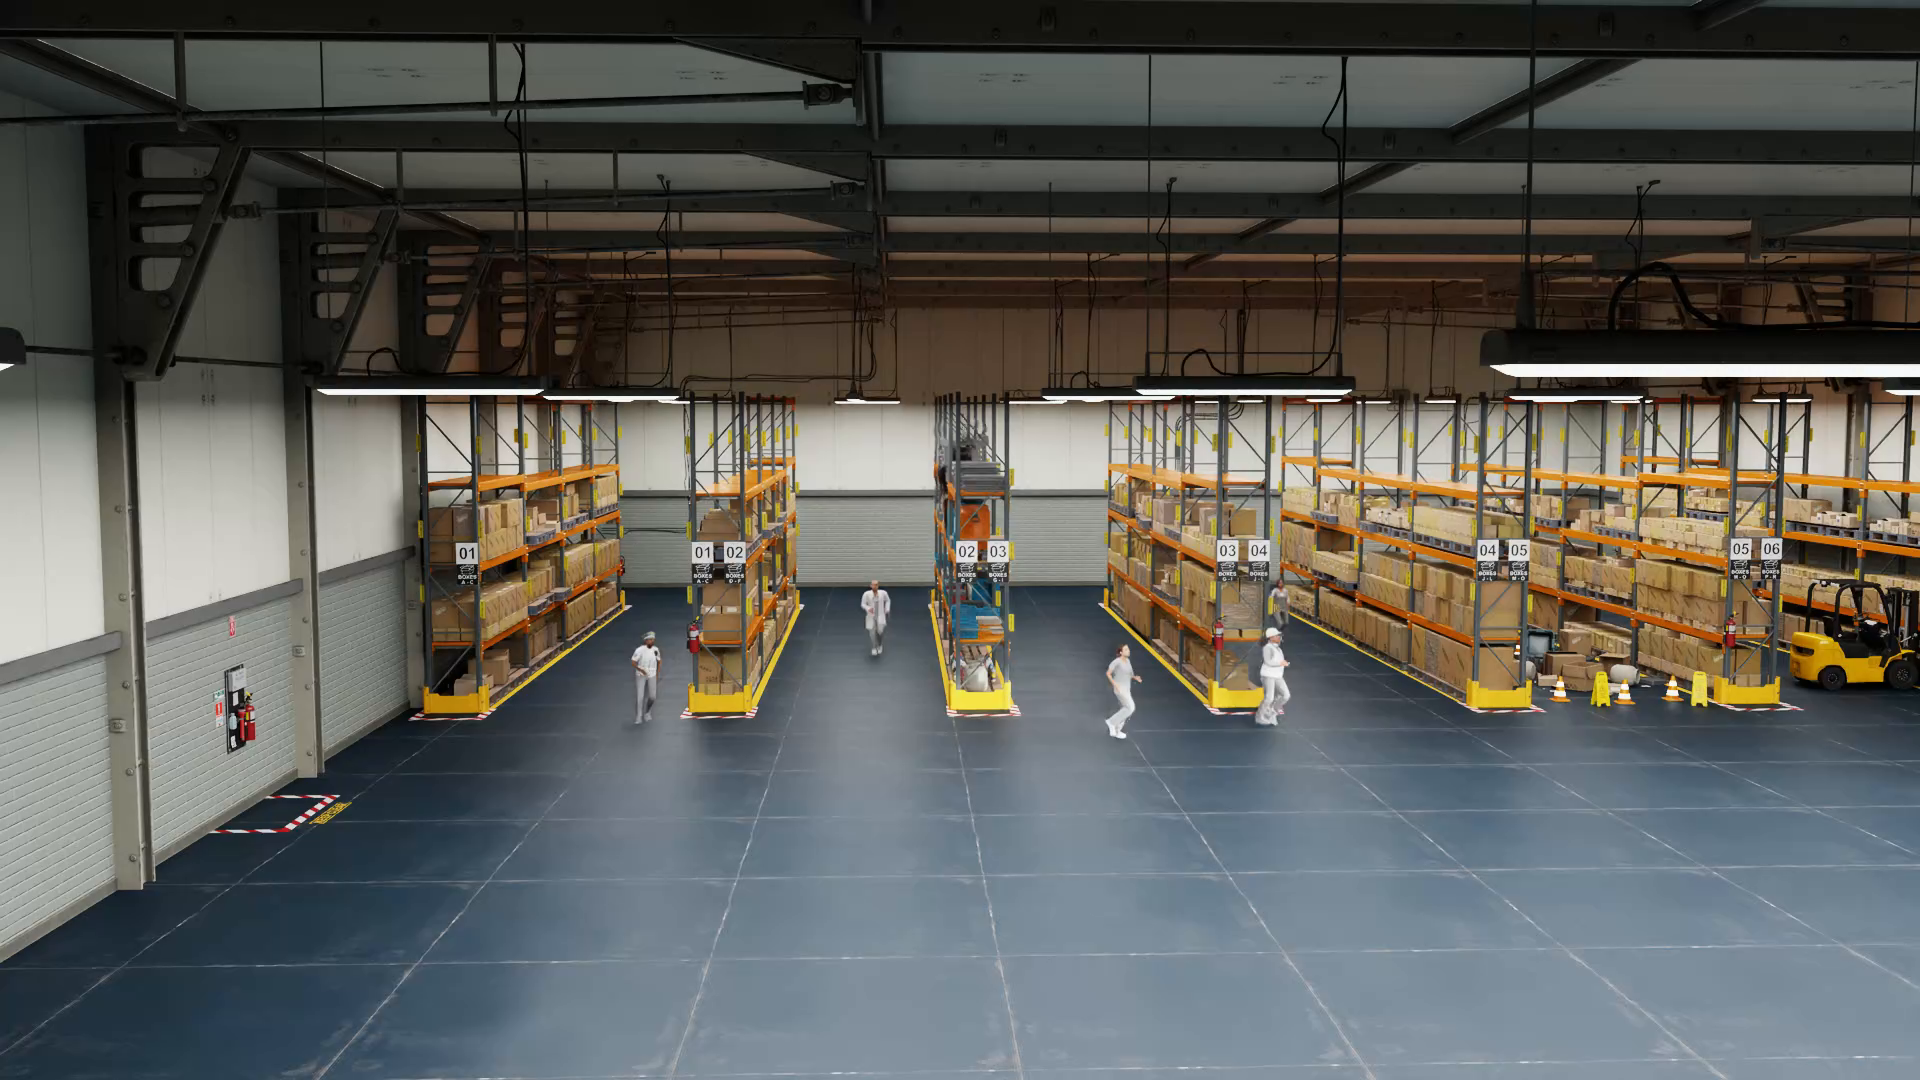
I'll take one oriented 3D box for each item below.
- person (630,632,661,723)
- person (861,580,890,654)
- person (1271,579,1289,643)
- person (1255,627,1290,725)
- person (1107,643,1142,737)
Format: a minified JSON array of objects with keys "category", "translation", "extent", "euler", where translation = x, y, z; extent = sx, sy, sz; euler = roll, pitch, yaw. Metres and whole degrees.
[{"category":"person","translation":[-5.690,2.491,30.269],"extent":[0.598,1.645,0.517],"euler":[-2,5,-22]},{"category":"person","translation":[-1.932,1.779,38.205],"extent":[0.680,1.728,0.784],"euler":[0,5,-5]},{"category":"person","translation":[7.771,1.715,40.342],"extent":[0.512,1.554,0.530],"euler":[-1,5,-8]},{"category":"person","translation":[5.663,2.464,29.892],"extent":[0.659,1.785,0.684],"euler":[4,6,39]},{"category":"person","translation":[2.855,2.601,28.764],"extent":[0.558,1.637,0.551],"euler":[3,5,32]}]
